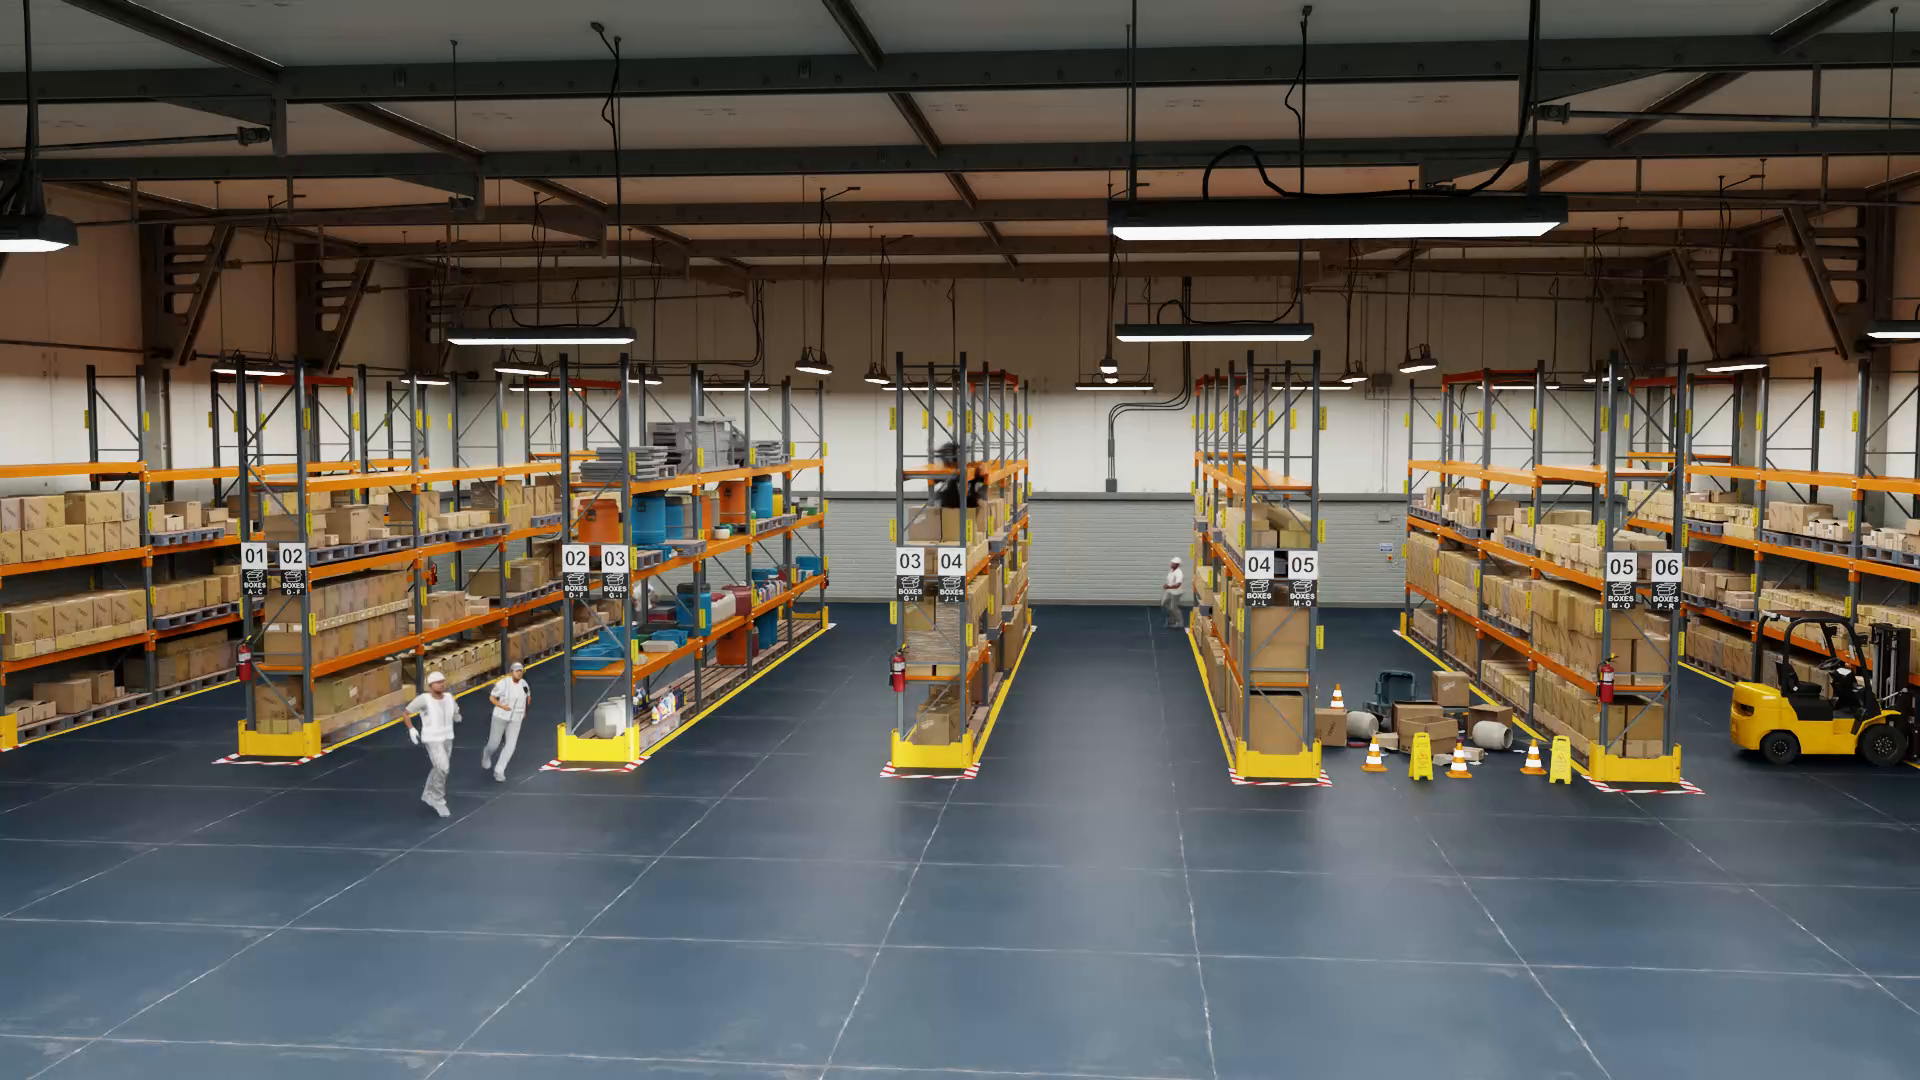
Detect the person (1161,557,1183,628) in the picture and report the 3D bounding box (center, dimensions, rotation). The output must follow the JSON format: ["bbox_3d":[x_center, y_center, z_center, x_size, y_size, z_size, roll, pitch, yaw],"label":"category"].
[{"bbox_3d":[5.177,1.287,40.207,0.645,1.762,0.686,-2,4,-21],"label":"person"}]

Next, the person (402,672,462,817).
[{"bbox_3d":[-6.677,2.601,21.263,0.775,1.840,0.664,2,5,31],"label":"person"}]

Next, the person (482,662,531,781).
[{"bbox_3d":[-6.388,2.536,23.570,0.658,1.623,0.851,-2,5,-29],"label":"person"}]

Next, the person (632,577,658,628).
[{"bbox_3d":[-6.946,1.573,36.602,0.579,1.700,0.859,0,4,-5],"label":"person"}]
